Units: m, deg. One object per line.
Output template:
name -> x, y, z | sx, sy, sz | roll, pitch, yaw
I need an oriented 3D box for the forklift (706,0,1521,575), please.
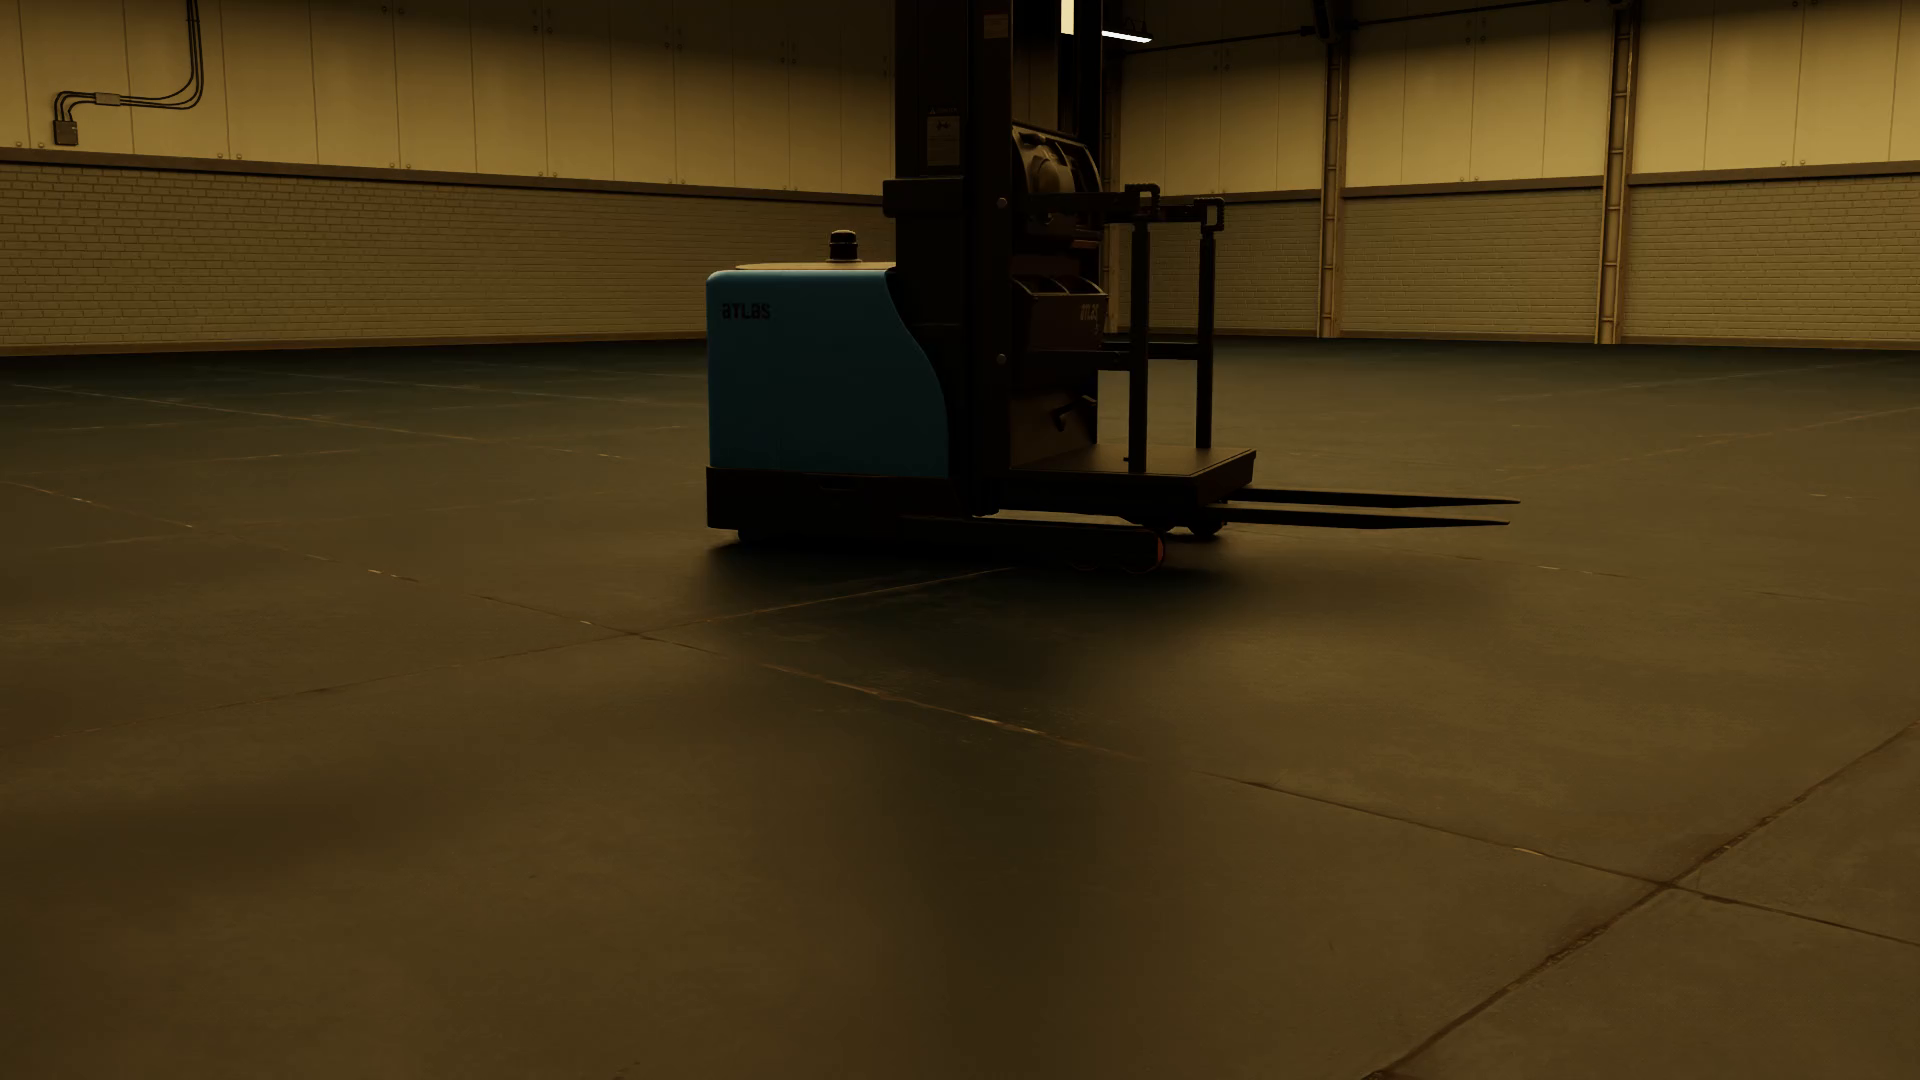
forklift -> 0.565, -1.416, 6.275 | 3.031, 2.935, 1.130 | 3, 9, 22
